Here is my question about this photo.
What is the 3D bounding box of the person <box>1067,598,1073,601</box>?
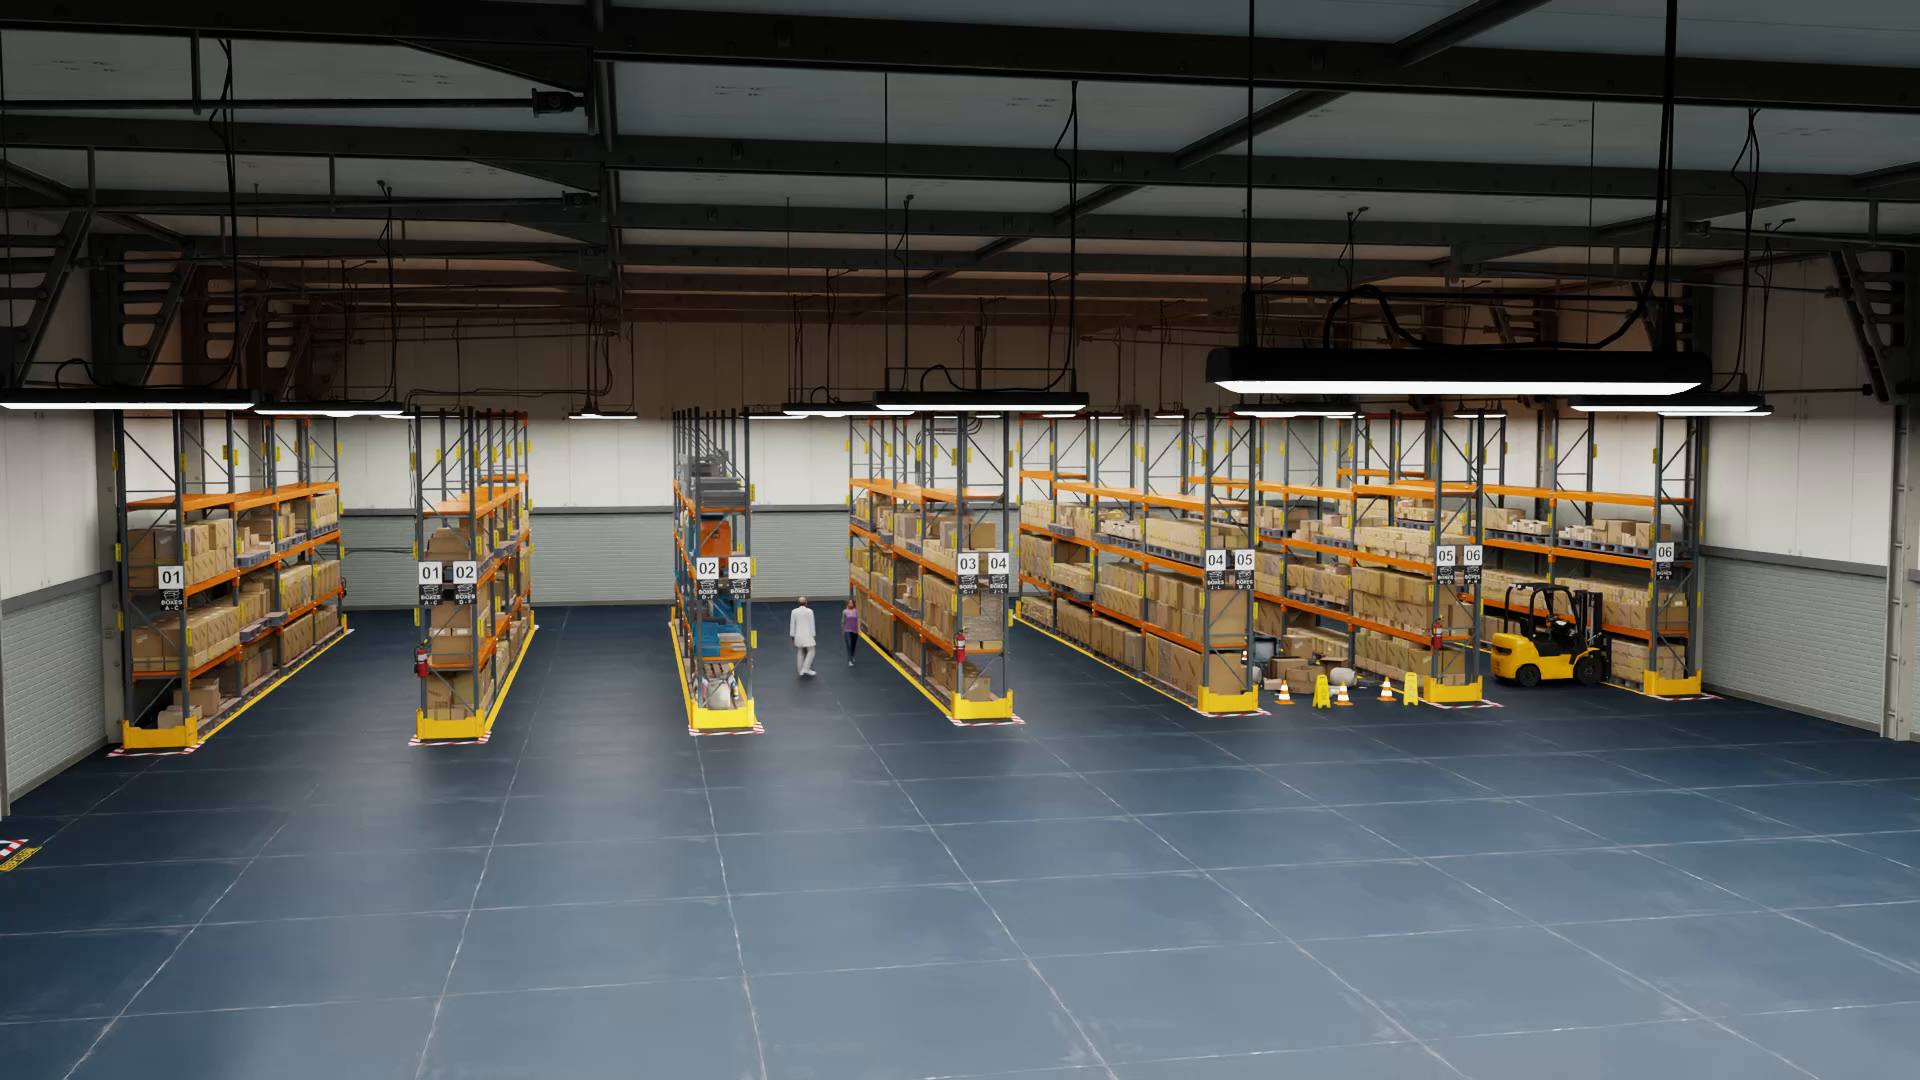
[{"bbox_3d":[3.608,1.221,50.718,0.687,1.781,0.613,1,4,12],"label":"person"}]

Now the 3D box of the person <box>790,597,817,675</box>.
[{"bbox_3d":[-3.547,2.171,37.519,0.634,1.777,0.582,1,4,18],"label":"person"}]

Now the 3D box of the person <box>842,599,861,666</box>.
[{"bbox_3d":[-2.558,2.154,39.092,0.436,1.530,0.972,-1,4,-12],"label":"person"}]
